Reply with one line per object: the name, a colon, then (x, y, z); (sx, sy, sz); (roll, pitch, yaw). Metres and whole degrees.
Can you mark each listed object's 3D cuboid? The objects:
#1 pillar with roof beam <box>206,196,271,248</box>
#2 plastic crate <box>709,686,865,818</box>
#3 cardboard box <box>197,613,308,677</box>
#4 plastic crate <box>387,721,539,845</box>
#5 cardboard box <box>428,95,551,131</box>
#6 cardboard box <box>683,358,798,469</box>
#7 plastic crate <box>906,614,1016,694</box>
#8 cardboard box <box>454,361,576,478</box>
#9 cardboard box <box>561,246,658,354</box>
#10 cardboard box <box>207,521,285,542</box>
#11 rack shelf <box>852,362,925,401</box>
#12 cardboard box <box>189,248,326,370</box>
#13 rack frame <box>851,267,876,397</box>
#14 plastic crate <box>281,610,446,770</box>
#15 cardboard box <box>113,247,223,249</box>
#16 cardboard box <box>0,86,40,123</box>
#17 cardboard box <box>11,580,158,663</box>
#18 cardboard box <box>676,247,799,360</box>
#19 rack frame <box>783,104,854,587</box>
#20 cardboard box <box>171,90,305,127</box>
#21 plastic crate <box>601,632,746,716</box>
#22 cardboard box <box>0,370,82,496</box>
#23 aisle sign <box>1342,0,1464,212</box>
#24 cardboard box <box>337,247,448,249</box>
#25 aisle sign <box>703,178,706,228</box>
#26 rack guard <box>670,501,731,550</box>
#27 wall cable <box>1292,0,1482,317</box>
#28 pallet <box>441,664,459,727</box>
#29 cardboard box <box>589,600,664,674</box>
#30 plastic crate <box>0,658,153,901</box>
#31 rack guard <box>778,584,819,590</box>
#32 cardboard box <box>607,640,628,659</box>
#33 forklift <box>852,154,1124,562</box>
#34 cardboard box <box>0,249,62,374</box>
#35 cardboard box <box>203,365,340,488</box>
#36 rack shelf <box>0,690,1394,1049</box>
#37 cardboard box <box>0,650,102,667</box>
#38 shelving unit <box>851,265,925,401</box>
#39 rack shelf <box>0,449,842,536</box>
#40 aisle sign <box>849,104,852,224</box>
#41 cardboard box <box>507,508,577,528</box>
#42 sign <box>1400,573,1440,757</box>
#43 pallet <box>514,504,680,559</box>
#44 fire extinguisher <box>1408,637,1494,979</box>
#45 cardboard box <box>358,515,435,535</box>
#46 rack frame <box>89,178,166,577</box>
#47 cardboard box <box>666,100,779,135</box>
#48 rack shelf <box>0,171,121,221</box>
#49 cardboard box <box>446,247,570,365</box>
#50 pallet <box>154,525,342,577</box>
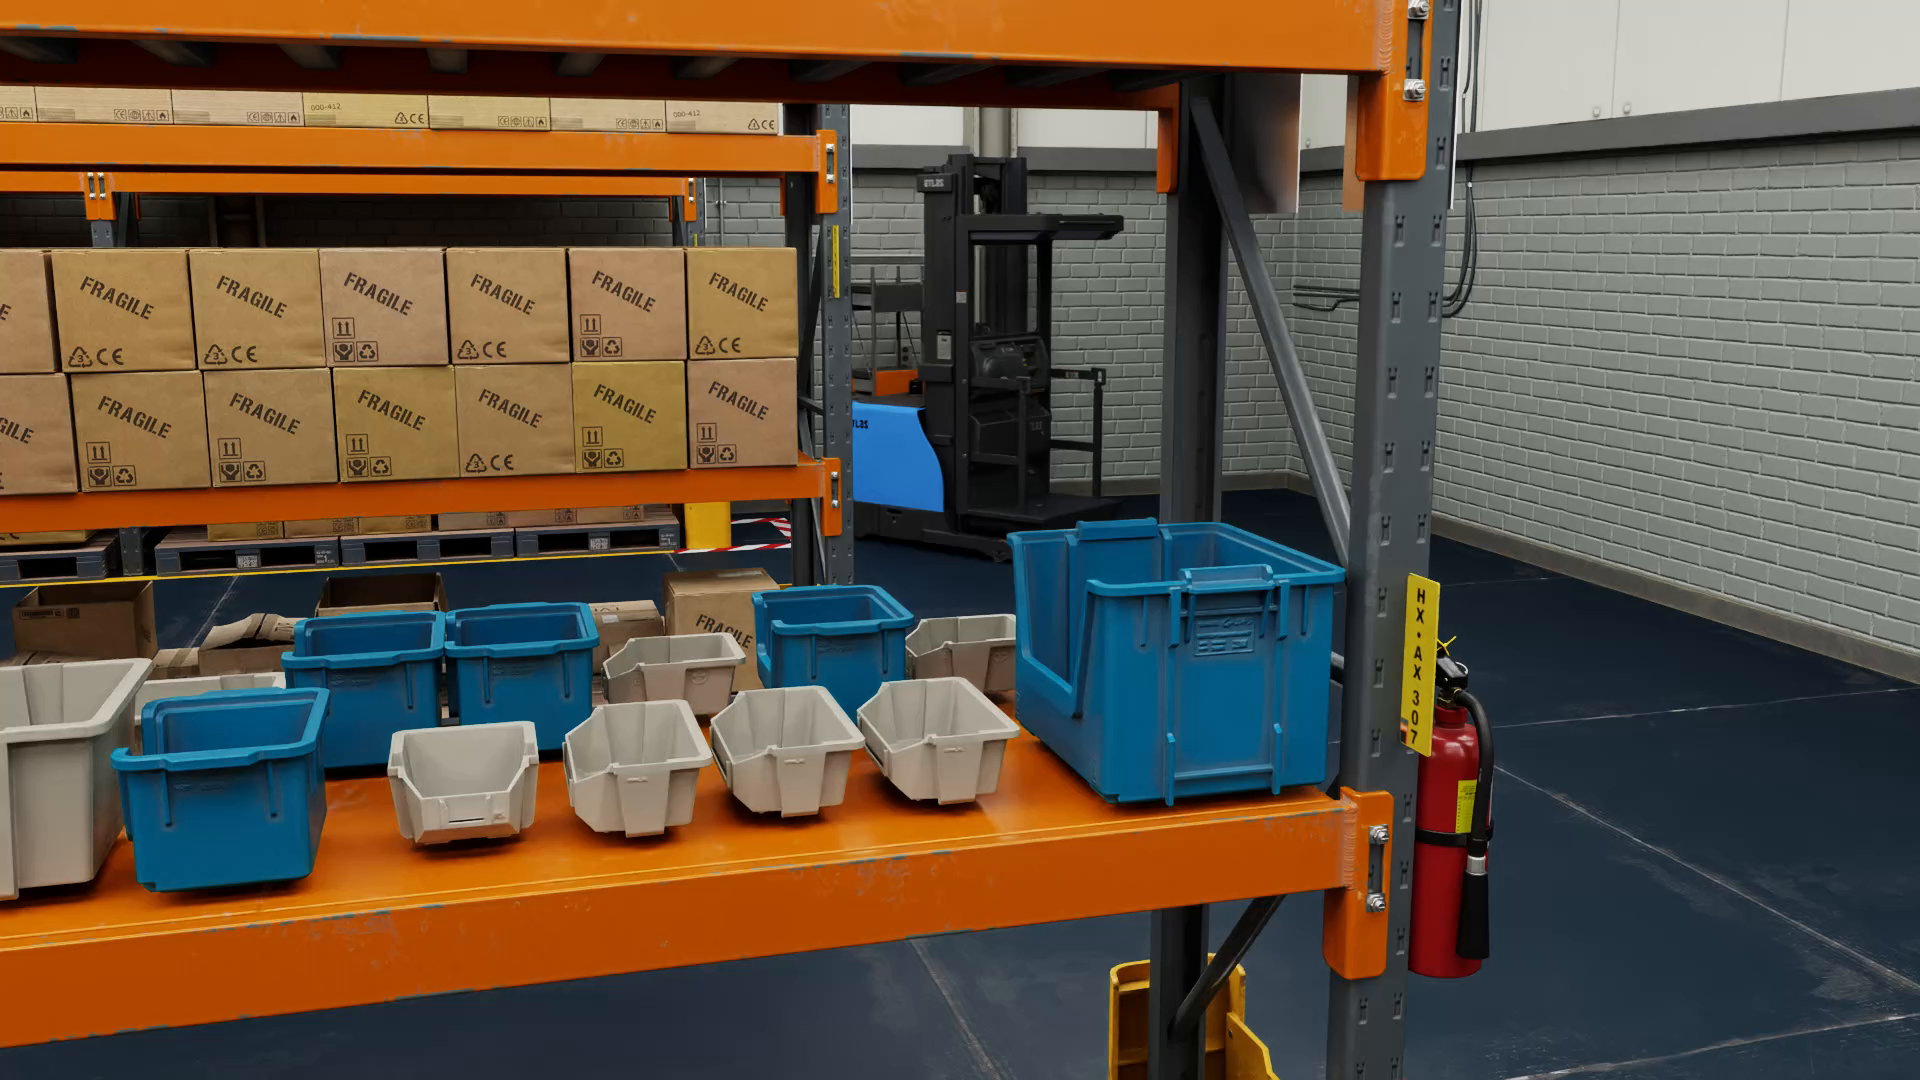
pillar with roof beam: (-4.299, -3.693, 8.250); (0.400, 9.000, 9.100); (-3, 11, -16)
plastic crate: (-0.337, 0.400, 3.151); (0.243, 0.136, 0.396); (-3, 11, -16)
cardboard box: (-3.356, 0.546, 8.007); (0.500, 0.311, 0.500); (-3, 11, -16)
plastic crate: (-0.877, 0.437, 2.953); (0.250, 0.136, 0.298); (-3, 11, -16)
cardboard box: (-2.083, -1.925, 7.347); (0.500, 0.250, 0.500); (-3, 11, -16)
cardboard box: (-1.058, -0.625, 7.883); (0.500, 0.500, 0.500); (-3, 11, -14)
plastic crate: (0.017, 0.272, 3.845); (0.298, 0.136, 0.250); (-3, 11, -16)
cardboard box: (-2.035, -0.574, 7.605); (0.500, 0.500, 0.500); (-3, 11, -15)
cardboard box: (-1.703, -1.183, 8.149); (0.500, 0.500, 0.500); (-3, 11, -15)
cardboard box: (-5.186, -0.302, 12.146); (0.500, 0.500, 0.700); (-3, 11, -15)
rack shelf: (-0.606, -1.200, 13.833); (0.480, 0.518, 0.431); (-8, 13, -35)
cardboard box: (-3.024, -1.012, 7.220); (0.500, 0.500, 0.500); (-3, 11, -18)
rack frame: (-0.805, -1.187, 13.692); (0.015, 2.100, 0.400); (-8, 13, -35)
plastic crate: (-1.204, 0.305, 3.402); (0.300, 0.233, 0.416); (-3, 11, -16)
cardboard box: (-3.640, -1.082, 7.600); (0.500, 0.500, 0.500); (-3, 11, -17)
cardboard box: (-4.008, -1.827, 6.815); (0.500, 0.250, 0.500); (-3, 11, -16)
cardboard box: (-4.076, 0.491, 7.784); (0.500, 0.500, 0.500); (-3, 11, -16)
cardboard box: (-1.054, -1.117, 7.791); (0.500, 0.500, 0.500); (-3, 11, -16)
rack frame: (-0.704, -0.646, 8.272); (0.127, 3.000, 1.000); (-3, 11, -16)
cardboard box: (-3.046, -1.877, 7.084); (0.500, 0.250, 0.500); (-3, 11, -16)
plastic crate: (-0.634, 0.307, 3.659); (0.298, 0.136, 0.250); (-3, 11, -16)
cardboard box: (-3.979, -0.471, 7.046); (0.500, 0.500, 0.500); (-3, 11, -14)
aisle sign: (0.828, -1.016, 3.102); (0.004, 0.787, 0.394); (-3, 11, -16)
cardboard box: (-2.672, -1.132, 7.875); (0.500, 0.500, 0.500); (-3, 11, -16)
aisle sign: (-1.939, -2.737, 12.450); (0.004, 0.787, 0.394); (-3, 11, -16)
rack guard: (-2.069, -0.279, 13.182); (0.348, 0.500, 1.175); (-3, 11, -16)
wall cable: (3.439, -3.155, 13.904); (0.112, 2.526, 3.097); (-3, 11, -16)
pallet: (-2.711, 0.831, 7.952); (1.213, 0.211, 1.003); (-3, 11, -16)
cardboard box: (-1.785, 0.493, 8.462); (0.500, 0.250, 0.500); (-3, 11, -16)
plastic crate: (-1.646, 0.401, 2.745); (0.530, 0.282, 0.437); (-3, 11, -16)
rack guard: (-0.777, 0.587, 8.478); (0.348, 0.500, 1.175); (-3, 11, -16)
cardboard box: (-1.571, 0.606, 8.081); (0.250, 0.166, 0.380); (-3, 11, -16)
forklift: (0.542, -1.367, 12.379); (3.031, 2.935, 1.130); (8, 13, 36)
cardboard box: (-4.013, -0.960, 6.937); (0.500, 0.500, 0.500); (-3, 11, -14)
cardboard box: (-3.007, -0.523, 7.326); (0.500, 0.500, 0.500); (-3, 11, -16)
rack shelf: (-1.243, 0.670, 3.109); (4.000, 0.370, 1.077); (-3, 11, -16)
cardboard box: (-4.081, 0.678, 7.287); (0.500, 0.311, 0.500); (-3, 11, -16)
shelving unit: (-0.606, -1.213, 13.831); (0.503, 2.100, 0.431); (-8, 13, -35)
rack shelf: (-2.624, -0.191, 7.788); (4.000, 0.370, 1.077); (-3, 11, -16)
aisle sign: (-0.552, -1.875, 7.766); (0.004, 0.787, 0.394); (-3, 11, -16)
cardboard box: (-3.216, -0.406, 12.713); (0.500, 0.500, 0.700); (-3, 11, -16)
sign: (0.847, 0.230, 3.064); (0.005, 0.325, 0.100); (-3, 11, -16)
pallet: (-2.838, -0.082, 12.908); (1.213, 0.211, 1.003); (-3, 11, -16)
fire extinguisher: (0.949, 0.508, 3.247); (0.183, 0.674, 0.296); (-3, 11, -16)
cardboard box: (-4.209, -0.352, 12.420); (0.500, 0.500, 0.700); (-3, 11, -15)
rack frame: (-5.932, -1.305, 11.849); (0.127, 3.000, 1.000); (-3, 11, -16)
cardboard box: (-1.123, -1.976, 7.624); (0.500, 0.250, 0.500); (-3, 11, -16)
rack shelf: (-7.853, -2.325, 11.093); (4.000, 0.370, 1.077); (-3, 11, -16)
cardboard box: (-2.035, -1.064, 7.504); (0.500, 0.500, 0.500); (-3, 11, -14)
pallet: (-5.180, 0.042, 12.237); (1.213, 0.211, 1.003); (-3, 11, -16)
